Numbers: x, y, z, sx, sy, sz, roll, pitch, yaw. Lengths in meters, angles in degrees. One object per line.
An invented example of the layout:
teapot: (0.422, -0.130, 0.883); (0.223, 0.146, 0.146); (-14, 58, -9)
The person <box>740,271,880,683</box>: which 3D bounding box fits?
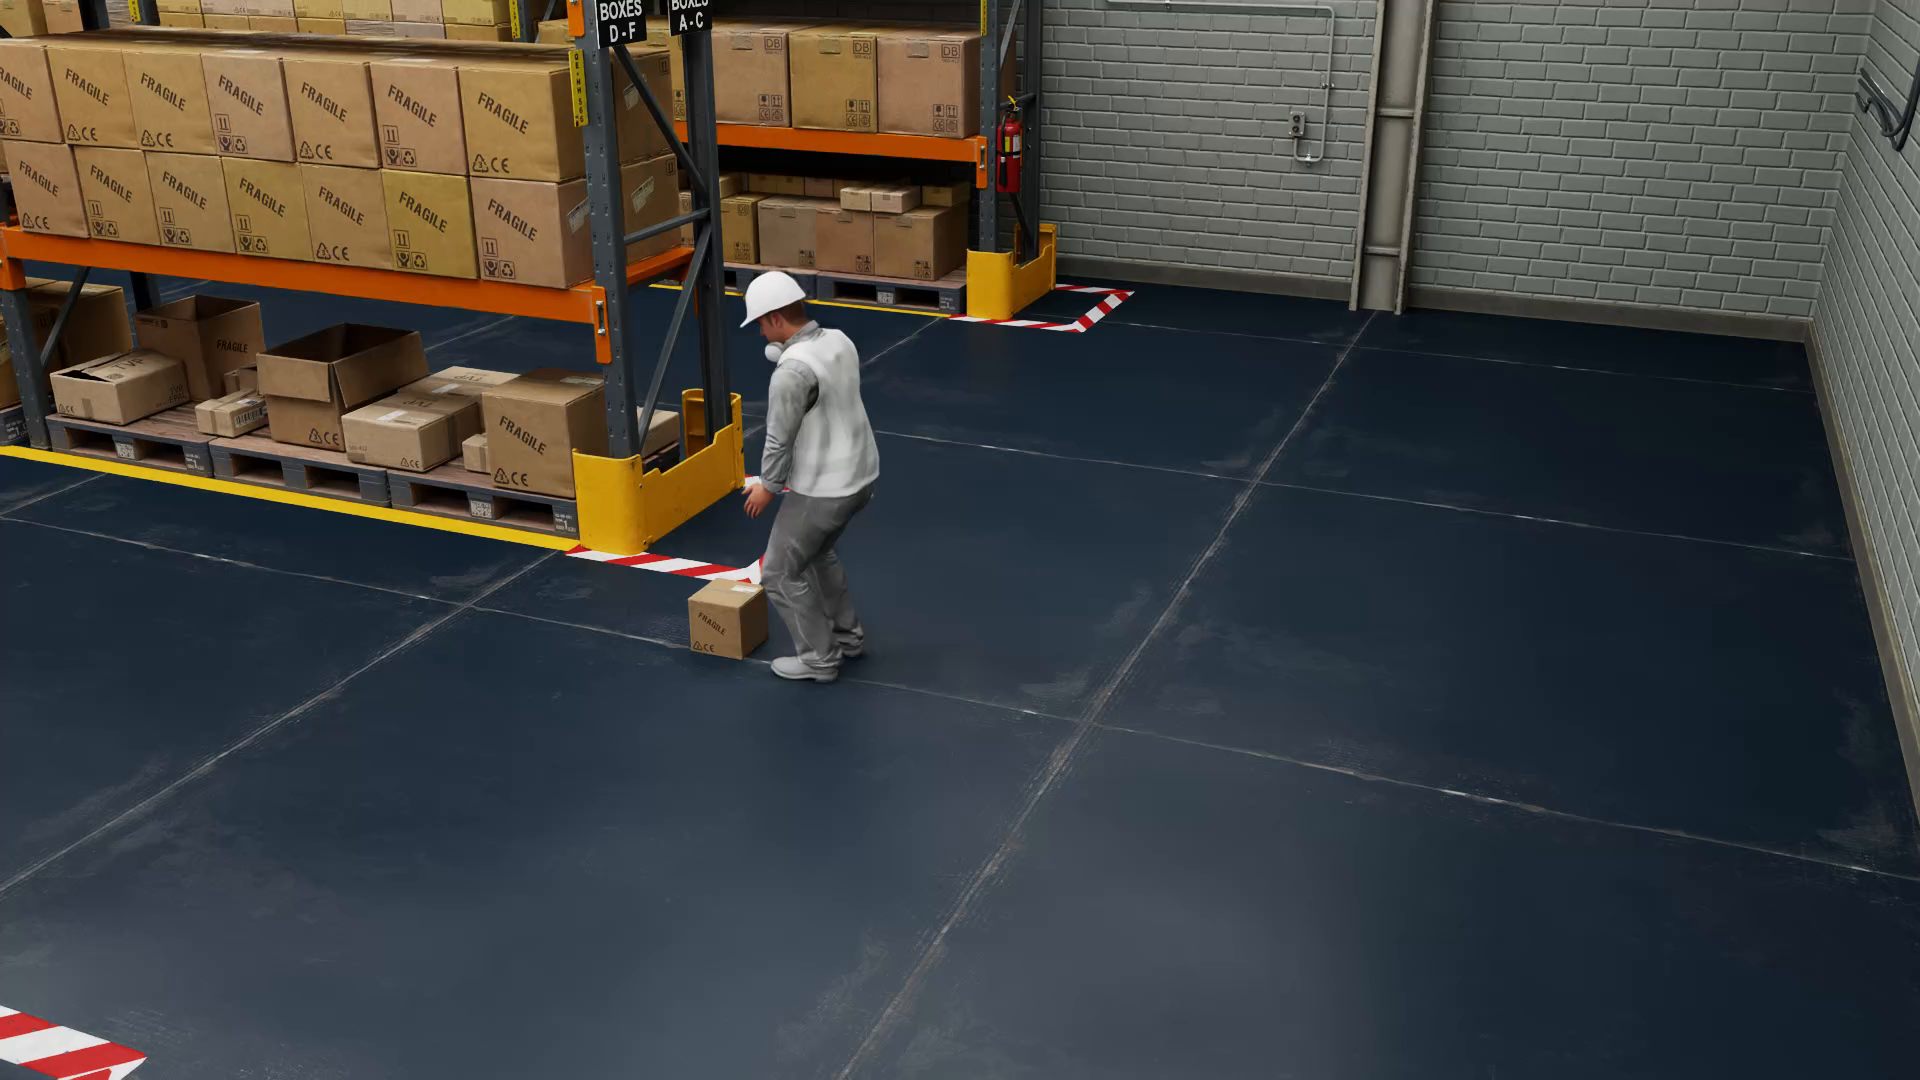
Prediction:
person: (-0.616, -0.245, 6.774); (0.516, 1.695, 0.567); (9, 24, 21)
